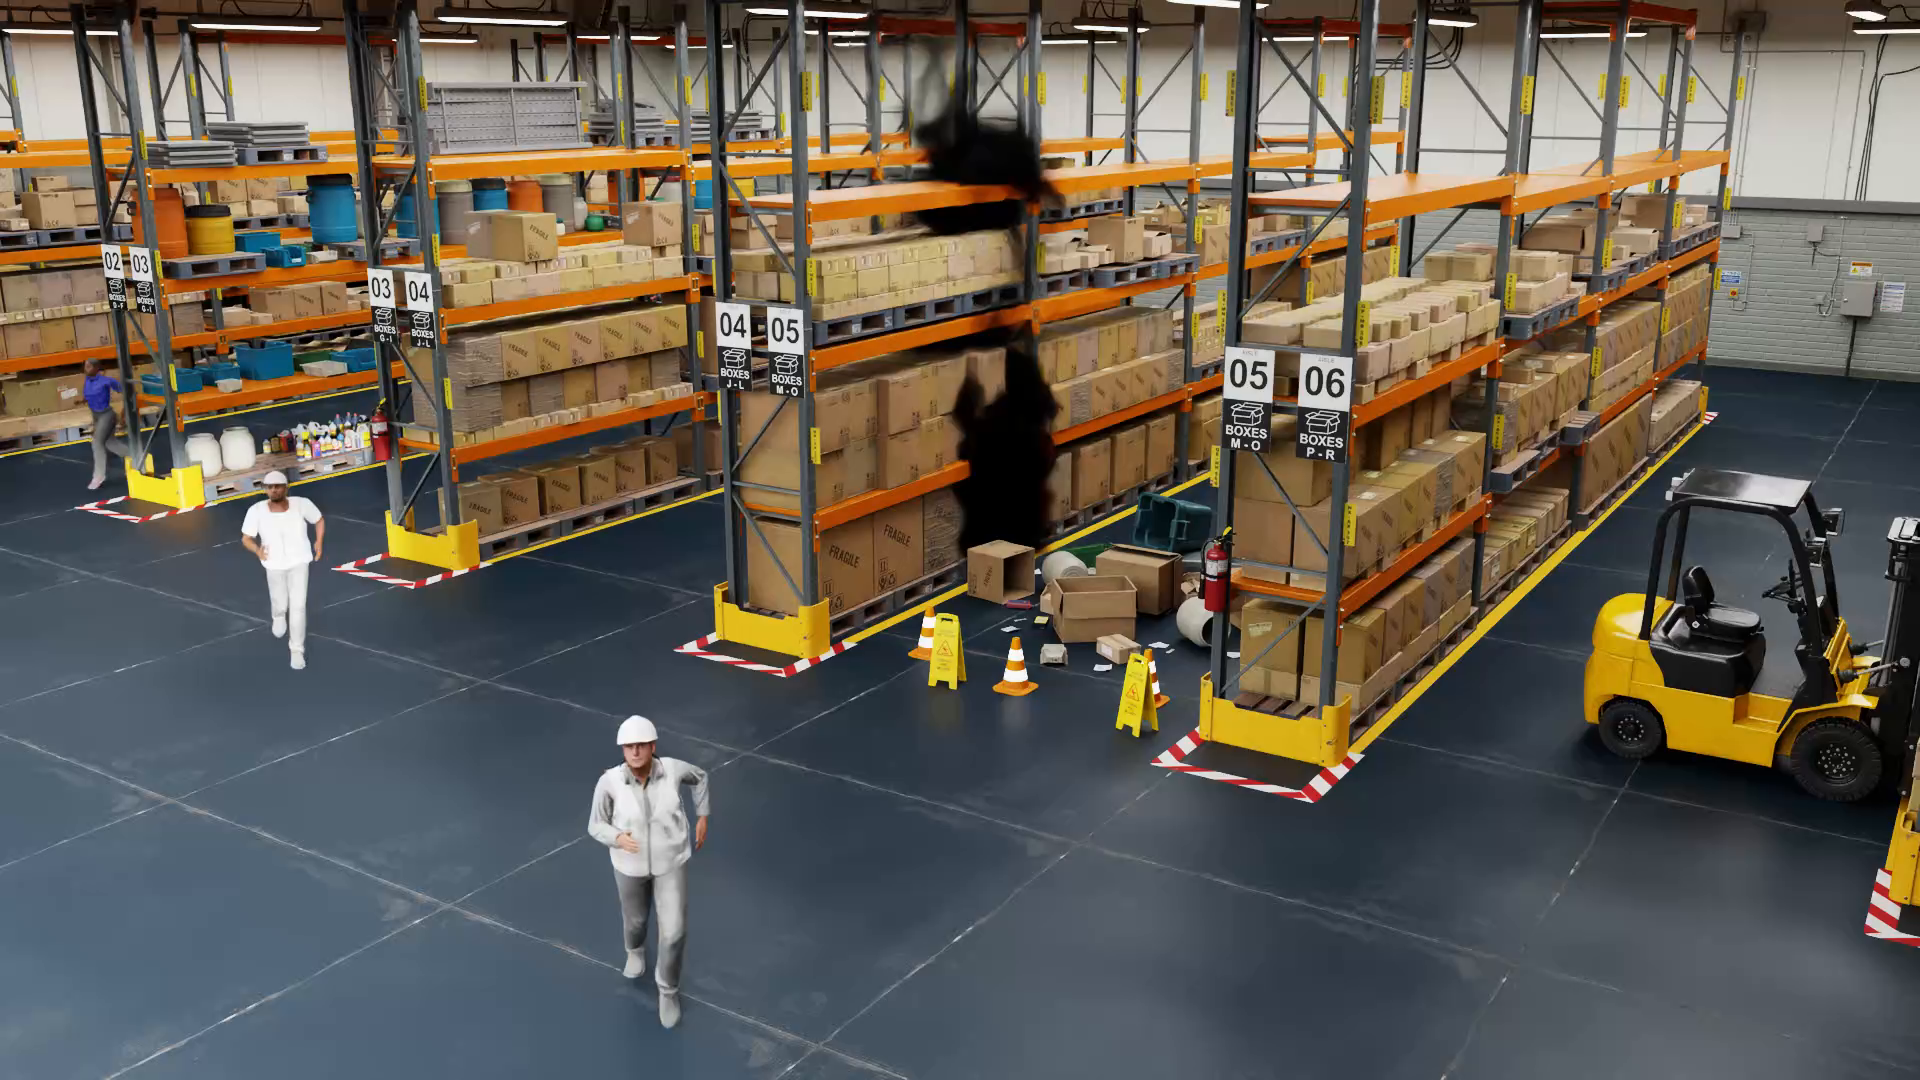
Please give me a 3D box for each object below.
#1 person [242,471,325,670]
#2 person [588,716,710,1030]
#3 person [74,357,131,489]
[{"bbox_3d":[-6.147,0.216,15.192,0.709,1.766,0.927,-5,16,-18],"label":"person"},{"bbox_3d":[-1.737,1.824,9.380,0.662,1.812,0.887,-2,16,-8],"label":"person"},{"bbox_3d":[-11.195,-1.565,21.810,0.603,1.687,0.875,9,18,29],"label":"person"}]
